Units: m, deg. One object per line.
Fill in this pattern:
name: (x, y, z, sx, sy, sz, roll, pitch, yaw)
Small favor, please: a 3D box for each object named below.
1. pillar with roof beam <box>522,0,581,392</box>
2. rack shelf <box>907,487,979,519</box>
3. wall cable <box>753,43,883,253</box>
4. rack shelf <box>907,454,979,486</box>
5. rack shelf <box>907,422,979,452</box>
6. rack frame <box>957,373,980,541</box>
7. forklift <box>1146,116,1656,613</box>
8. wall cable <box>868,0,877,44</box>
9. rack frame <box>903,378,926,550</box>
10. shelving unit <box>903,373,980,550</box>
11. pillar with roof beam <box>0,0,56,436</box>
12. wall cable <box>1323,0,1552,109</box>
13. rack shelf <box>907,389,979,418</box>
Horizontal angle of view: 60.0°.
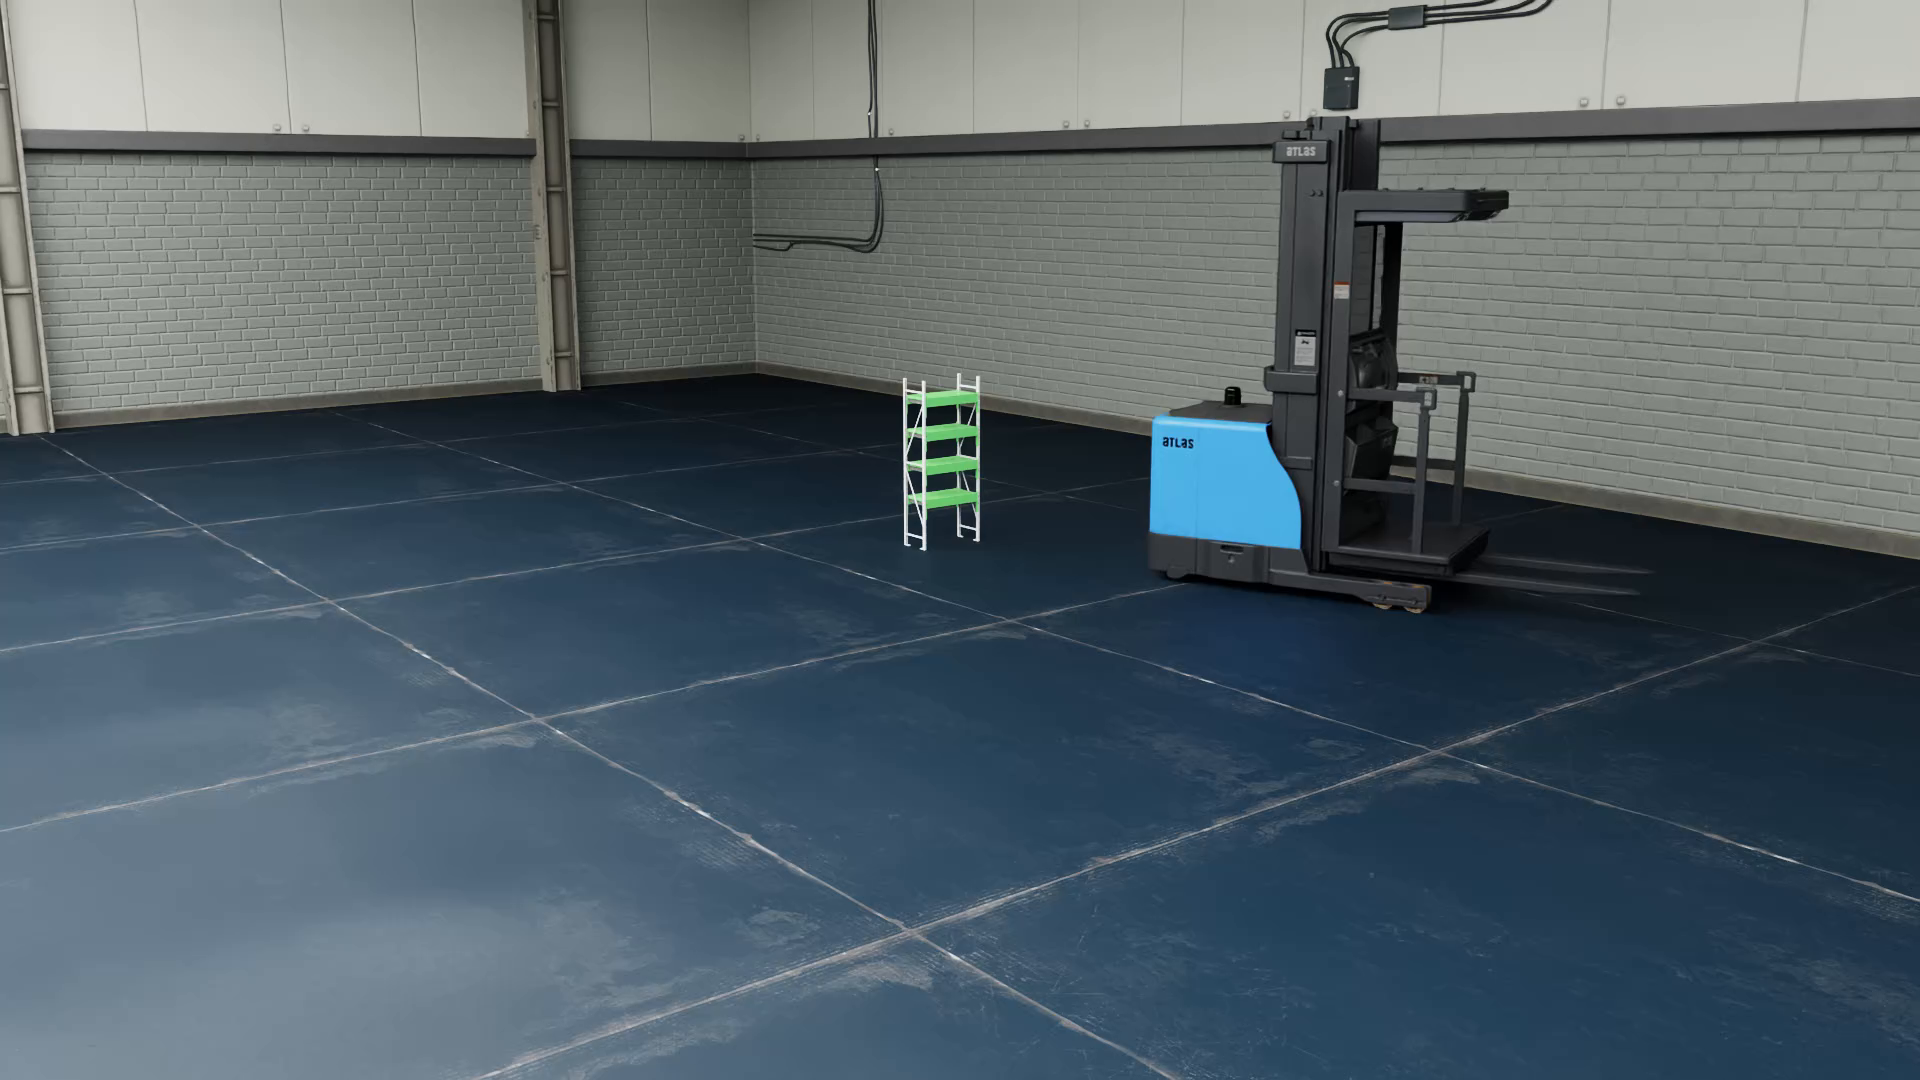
pillar with roof beam: (-2.369, -5.612, 16.895, 0.400, 9.000, 9.100, -9, 15, -38)
rack shelf: (-0.129, -0.268, 11.966, 0.480, 0.148, 0.258, -9, 15, -38)
wall cable: (-1.932, -4.960, 21.296, 0.112, 2.526, 3.097, -9, 15, -38)
rack shelf: (-0.129, -0.503, 11.916, 0.480, 0.148, 0.258, -9, 15, -38)
rack shelf: (-0.129, -0.738, 11.866, 0.480, 0.148, 0.258, -9, 15, -38)
rack frame: (0.061, -0.597, 12.052, 0.015, 1.200, 0.240, -9, 15, -38)
forklift: (2.765, -1.118, 10.337, 3.031, 2.935, 1.130, 7, 14, 29)
wall cable: (-0.242, -6.991, 18.705, 0.112, 2.526, 3.097, -9, 15, -38)
rack frame: (-0.320, -0.534, 11.754, 0.015, 1.200, 0.240, -9, 15, -38)
shelving unit: (-0.129, -0.565, 11.903, 0.503, 1.200, 0.258, -9, 15, -38)
pillar with roof beam: (-7.054, -4.834, 13.229, 0.400, 9.000, 9.100, -9, 15, -38)
wall cable: (3.986, -6.600, 13.359, 0.169, 6.003, 2.305, -9, 15, -38)
rack shelf: (-0.129, -0.972, 11.817, 0.480, 0.148, 0.258, -9, 15, -38)
